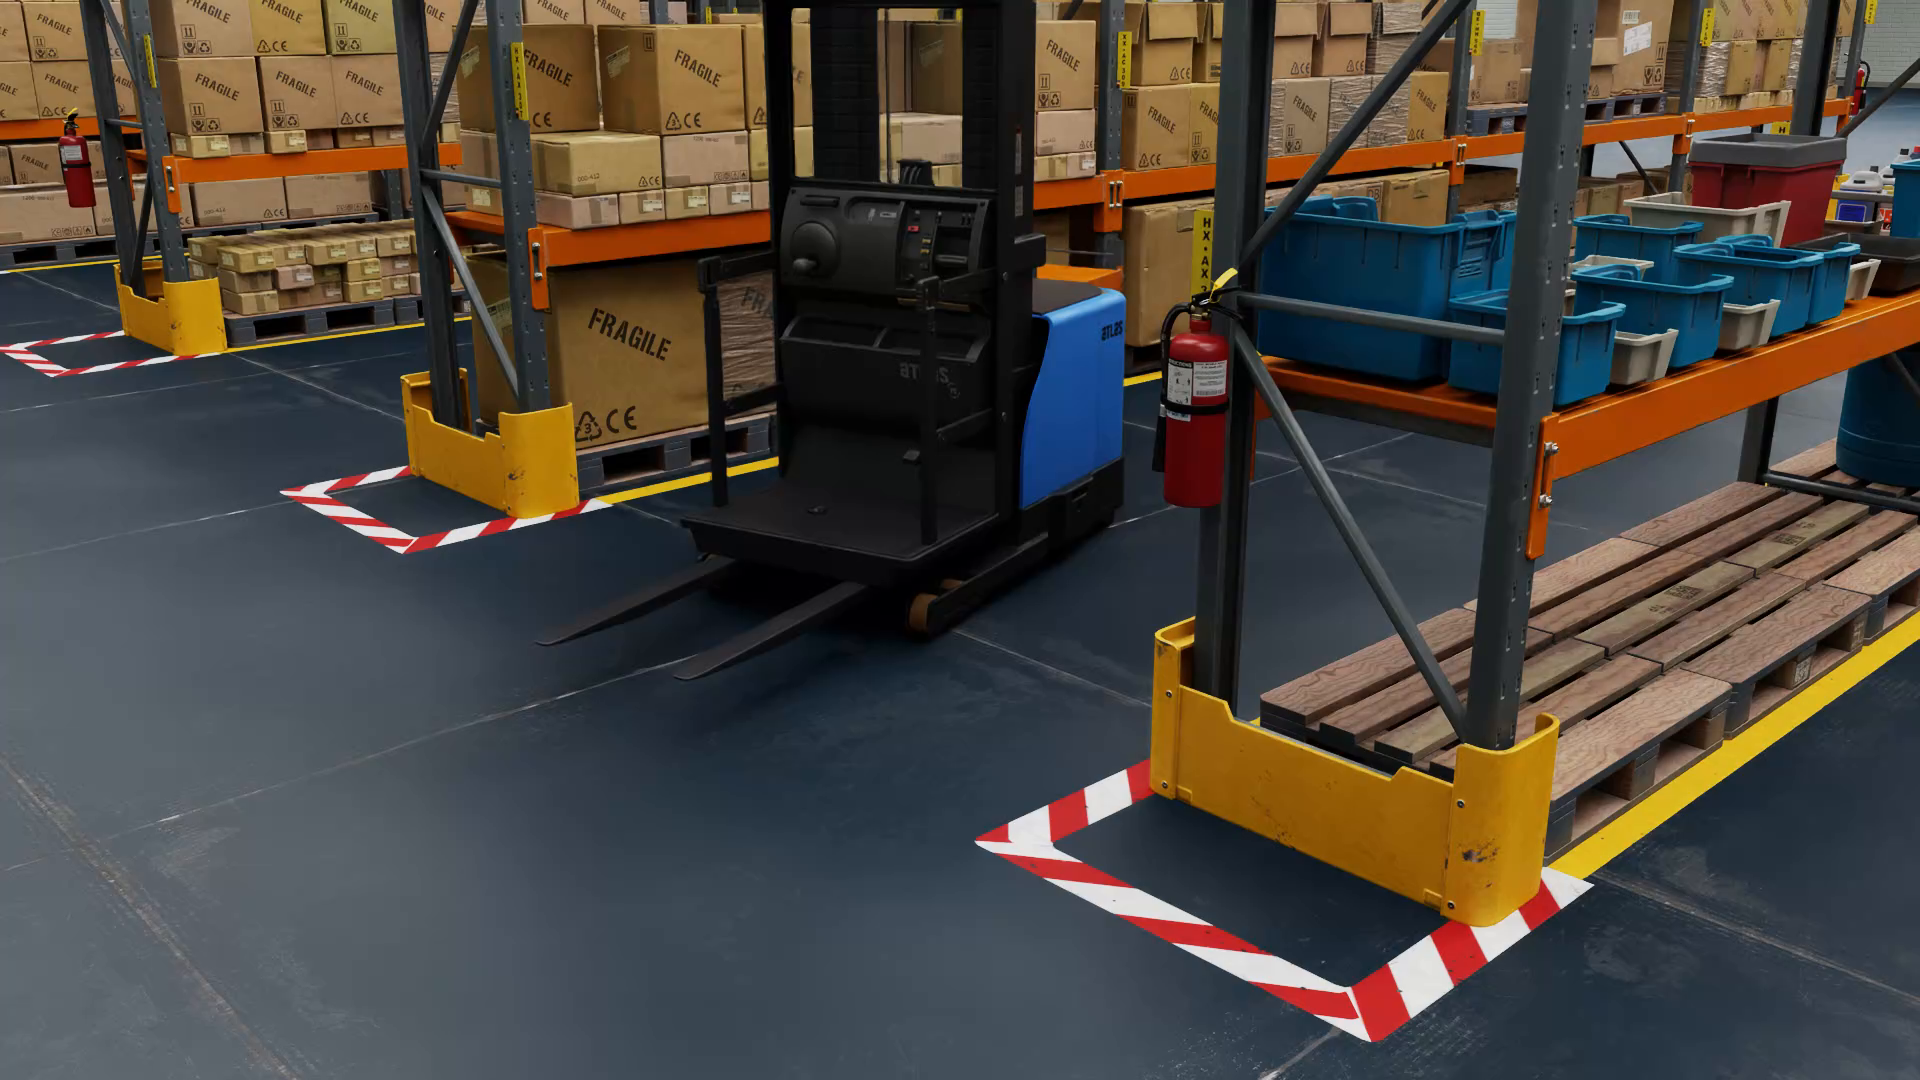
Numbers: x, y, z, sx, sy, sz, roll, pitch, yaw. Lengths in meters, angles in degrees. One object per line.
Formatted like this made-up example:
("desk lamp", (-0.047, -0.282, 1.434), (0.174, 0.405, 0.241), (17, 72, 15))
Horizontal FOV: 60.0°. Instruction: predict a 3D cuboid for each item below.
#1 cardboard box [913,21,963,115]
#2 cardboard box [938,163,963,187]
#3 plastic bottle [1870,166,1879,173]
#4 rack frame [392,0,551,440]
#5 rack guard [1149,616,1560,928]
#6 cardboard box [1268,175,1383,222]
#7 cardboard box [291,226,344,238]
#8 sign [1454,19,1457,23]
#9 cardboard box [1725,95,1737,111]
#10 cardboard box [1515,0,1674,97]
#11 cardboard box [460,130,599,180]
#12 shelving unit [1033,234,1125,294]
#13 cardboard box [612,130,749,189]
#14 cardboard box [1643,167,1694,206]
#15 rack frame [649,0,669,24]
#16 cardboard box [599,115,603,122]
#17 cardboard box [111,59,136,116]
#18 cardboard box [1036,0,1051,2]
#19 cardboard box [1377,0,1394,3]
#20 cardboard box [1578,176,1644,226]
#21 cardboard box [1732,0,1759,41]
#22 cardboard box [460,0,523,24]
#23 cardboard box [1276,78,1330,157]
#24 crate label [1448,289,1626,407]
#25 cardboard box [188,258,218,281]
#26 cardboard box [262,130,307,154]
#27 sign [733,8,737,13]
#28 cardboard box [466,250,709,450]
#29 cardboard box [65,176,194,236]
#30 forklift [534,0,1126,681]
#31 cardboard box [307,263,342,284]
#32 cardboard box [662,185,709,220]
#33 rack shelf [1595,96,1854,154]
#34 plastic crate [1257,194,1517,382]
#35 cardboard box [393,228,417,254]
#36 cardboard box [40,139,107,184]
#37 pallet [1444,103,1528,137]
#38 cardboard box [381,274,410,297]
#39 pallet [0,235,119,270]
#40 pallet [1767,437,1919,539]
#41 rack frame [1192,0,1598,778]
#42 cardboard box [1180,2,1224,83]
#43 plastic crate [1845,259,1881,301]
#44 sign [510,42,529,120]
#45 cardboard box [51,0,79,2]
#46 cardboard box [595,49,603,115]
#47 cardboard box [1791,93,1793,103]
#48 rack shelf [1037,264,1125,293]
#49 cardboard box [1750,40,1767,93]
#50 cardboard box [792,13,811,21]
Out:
("cardboard box", (0.079, -2.701, 9.497), (0.500, 0.500, 0.500), (-16, 24, -40))
("cardboard box", (-0.148, -2.061, 9.385), (0.250, 0.149, 0.380), (-16, 24, -40))
("plastic bottle", (4.200, -1.586, 7.703), (0.133, 0.283, 0.061), (-16, 24, -41))
("rack frame", (-2.310, -1.689, 7.831), (0.127, 3.000, 1.000), (-16, 24, -41))
("rack guard", (1.084, 0.618, 4.768), (0.348, 0.500, 1.175), (-16, 24, -41))
("cardboard box", (2.334, -2.245, 12.308), (0.875, 0.875, 1.225), (-16, 24, -41))
("cardboard box", (-4.879, -2.282, 12.636), (0.380, 0.149, 0.250), (17, 24, 42))
("sign", (6.344, -6.751, 21.183), (0.005, 0.325, 0.100), (-16, 24, -41))
("cardboard box", (7.301, -4.255, 16.152), (0.250, 0.149, 0.380), (-16, 24, -41))
("cardboard box", (5.736, -4.580, 15.094), (1.000, 1.000, 1.000), (-16, 24, -40))
("cardboard box", (-2.140, -1.921, 8.308), (0.500, 0.250, 0.500), (-17, 24, -42))
("shelving unit", (0.384, -0.920, 8.500), (0.538, 1.125, 1.048), (10, 20, 27))
("cardboard box", (-1.403, -1.912, 8.279), (0.500, 0.250, 0.500), (-17, 24, -41))
("cardboard box", (7.138, -3.441, 16.607), (0.500, 0.500, 0.500), (-8, 20, -24))
("rack frame", (-2.738, -3.670, 13.939), (0.127, 3.000, 1.000), (-16, 24, -41))
("cardboard box", (-2.897, -3.358, 13.386), (0.250, 0.149, 0.380), (-17, 25, -42))
("cardboard box", (-7.842, -4.212, 15.450), (0.500, 0.500, 0.500), (-16, 24, -41))
("cardboard box", (0.839, -7.366, 23.073), (0.500, 0.500, 0.700), (-17, 25, -42))
("cardboard box", (4.849, -6.502, 20.681), (0.550, 0.550, 0.875), (-16, 24, -41))
("cardboard box", (5.948, -3.127, 15.605), (0.700, 0.500, 0.500), (16, 24, 40))
("cardboard box", (7.273, -5.041, 15.904), (0.500, 0.500, 0.500), (-16, 24, -41))
("cardboard box", (-3.647, -3.958, 12.563), (0.500, 0.500, 0.500), (-15, 24, -39))
("cardboard box", (2.203, -2.949, 11.555), (0.500, 0.500, 0.500), (-16, 24, -40))
("crate label", (1.498, -0.507, 4.358), (0.303, 0.233, 0.416), (-16, 24, -41))
("cardboard box", (-5.457, -1.983, 12.196), (0.250, 0.149, 0.380), (-17, 25, -42))
("cardboard box", (-4.795, -2.806, 11.683), (0.380, 0.149, 0.250), (17, 25, 42))
("sign", (-3.432, -7.958, 25.416), (0.005, 0.325, 0.100), (-16, 24, -41))
("cardboard box", (-1.900, -1.032, 8.567), (0.875, 0.875, 0.875), (-16, 24, -41))
("cardboard box", (-8.049, -3.249, 16.115), (0.875, 0.438, 0.875), (-15, 24, -39))
("forklift", (-0.411, -1.186, 6.389), (1.130, 2.935, 3.031), (10, 21, 28))
("cardboard box", (-4.732, -1.978, 12.180), (0.250, 0.149, 0.380), (-16, 24, -40))
("cardboard box", (-1.454, -1.680, 8.210), (0.250, 0.149, 0.380), (-17, 25, -42))
("rack shelf", (7.863, -4.313, 17.091), (4.000, 0.370, 1.077), (-16, 24, -41))
("plastic crate", (1.208, -0.737, 4.740), (0.499, 0.435, 0.616), (-16, 24, -41))
("cardboard box", (-4.088, -2.267, 12.590), (0.250, 0.149, 0.380), (-16, 24, -40))
("cardboard box", (-10.620, -4.533, 19.974), (0.700, 0.500, 0.500), (17, 24, 42))
("pallet", (3.947, -3.468, 13.628), (1.003, 0.211, 1.213), (-16, 24, -41))
("cardboard box", (-4.353, -1.938, 12.540), (0.250, 0.149, 0.380), (-16, 24, -41))
("pallet", (-8.591, -2.770, 15.687), (1.213, 0.211, 1.003), (-16, 24, -41))
("pallet", (4.589, -0.254, 7.927), (1.213, 0.211, 1.003), (-16, 24, -41))
("rack frame", (1.093, -0.579, 4.407), (0.127, 3.000, 1.000), (-16, 24, -41))
("cardboard box", (1.561, -3.341, 11.138), (0.637, 0.503, 0.797), (-16, 24, -40))
("plastic crate", (2.941, -0.893, 5.707), (0.466, 0.136, 0.293), (-16, 24, -41))
("sign", (-1.933, -2.013, 7.297), (0.005, 0.325, 0.100), (-16, 24, -41))
("cardboard box", (-8.083, -4.915, 14.947), (0.380, 0.149, 0.250), (17, 25, 42))
("cardboard box", (-2.895, -3.693, 13.367), (0.500, 0.500, 0.500), (-16, 24, -41))
("cardboard box", (8.353, -4.585, 17.169), (0.250, 0.149, 0.380), (-16, 24, -41))
("rack shelf", (0.384, -1.199, 8.409), (0.538, 0.278, 1.000), (10, 20, 27))
("cardboard box", (7.460, -4.729, 16.562), (0.500, 0.500, 0.875), (-16, 24, -41))
("cardboard box", (-2.065, -6.263, 20.614), (0.500, 0.500, 0.500), (-16, 24, -40))
